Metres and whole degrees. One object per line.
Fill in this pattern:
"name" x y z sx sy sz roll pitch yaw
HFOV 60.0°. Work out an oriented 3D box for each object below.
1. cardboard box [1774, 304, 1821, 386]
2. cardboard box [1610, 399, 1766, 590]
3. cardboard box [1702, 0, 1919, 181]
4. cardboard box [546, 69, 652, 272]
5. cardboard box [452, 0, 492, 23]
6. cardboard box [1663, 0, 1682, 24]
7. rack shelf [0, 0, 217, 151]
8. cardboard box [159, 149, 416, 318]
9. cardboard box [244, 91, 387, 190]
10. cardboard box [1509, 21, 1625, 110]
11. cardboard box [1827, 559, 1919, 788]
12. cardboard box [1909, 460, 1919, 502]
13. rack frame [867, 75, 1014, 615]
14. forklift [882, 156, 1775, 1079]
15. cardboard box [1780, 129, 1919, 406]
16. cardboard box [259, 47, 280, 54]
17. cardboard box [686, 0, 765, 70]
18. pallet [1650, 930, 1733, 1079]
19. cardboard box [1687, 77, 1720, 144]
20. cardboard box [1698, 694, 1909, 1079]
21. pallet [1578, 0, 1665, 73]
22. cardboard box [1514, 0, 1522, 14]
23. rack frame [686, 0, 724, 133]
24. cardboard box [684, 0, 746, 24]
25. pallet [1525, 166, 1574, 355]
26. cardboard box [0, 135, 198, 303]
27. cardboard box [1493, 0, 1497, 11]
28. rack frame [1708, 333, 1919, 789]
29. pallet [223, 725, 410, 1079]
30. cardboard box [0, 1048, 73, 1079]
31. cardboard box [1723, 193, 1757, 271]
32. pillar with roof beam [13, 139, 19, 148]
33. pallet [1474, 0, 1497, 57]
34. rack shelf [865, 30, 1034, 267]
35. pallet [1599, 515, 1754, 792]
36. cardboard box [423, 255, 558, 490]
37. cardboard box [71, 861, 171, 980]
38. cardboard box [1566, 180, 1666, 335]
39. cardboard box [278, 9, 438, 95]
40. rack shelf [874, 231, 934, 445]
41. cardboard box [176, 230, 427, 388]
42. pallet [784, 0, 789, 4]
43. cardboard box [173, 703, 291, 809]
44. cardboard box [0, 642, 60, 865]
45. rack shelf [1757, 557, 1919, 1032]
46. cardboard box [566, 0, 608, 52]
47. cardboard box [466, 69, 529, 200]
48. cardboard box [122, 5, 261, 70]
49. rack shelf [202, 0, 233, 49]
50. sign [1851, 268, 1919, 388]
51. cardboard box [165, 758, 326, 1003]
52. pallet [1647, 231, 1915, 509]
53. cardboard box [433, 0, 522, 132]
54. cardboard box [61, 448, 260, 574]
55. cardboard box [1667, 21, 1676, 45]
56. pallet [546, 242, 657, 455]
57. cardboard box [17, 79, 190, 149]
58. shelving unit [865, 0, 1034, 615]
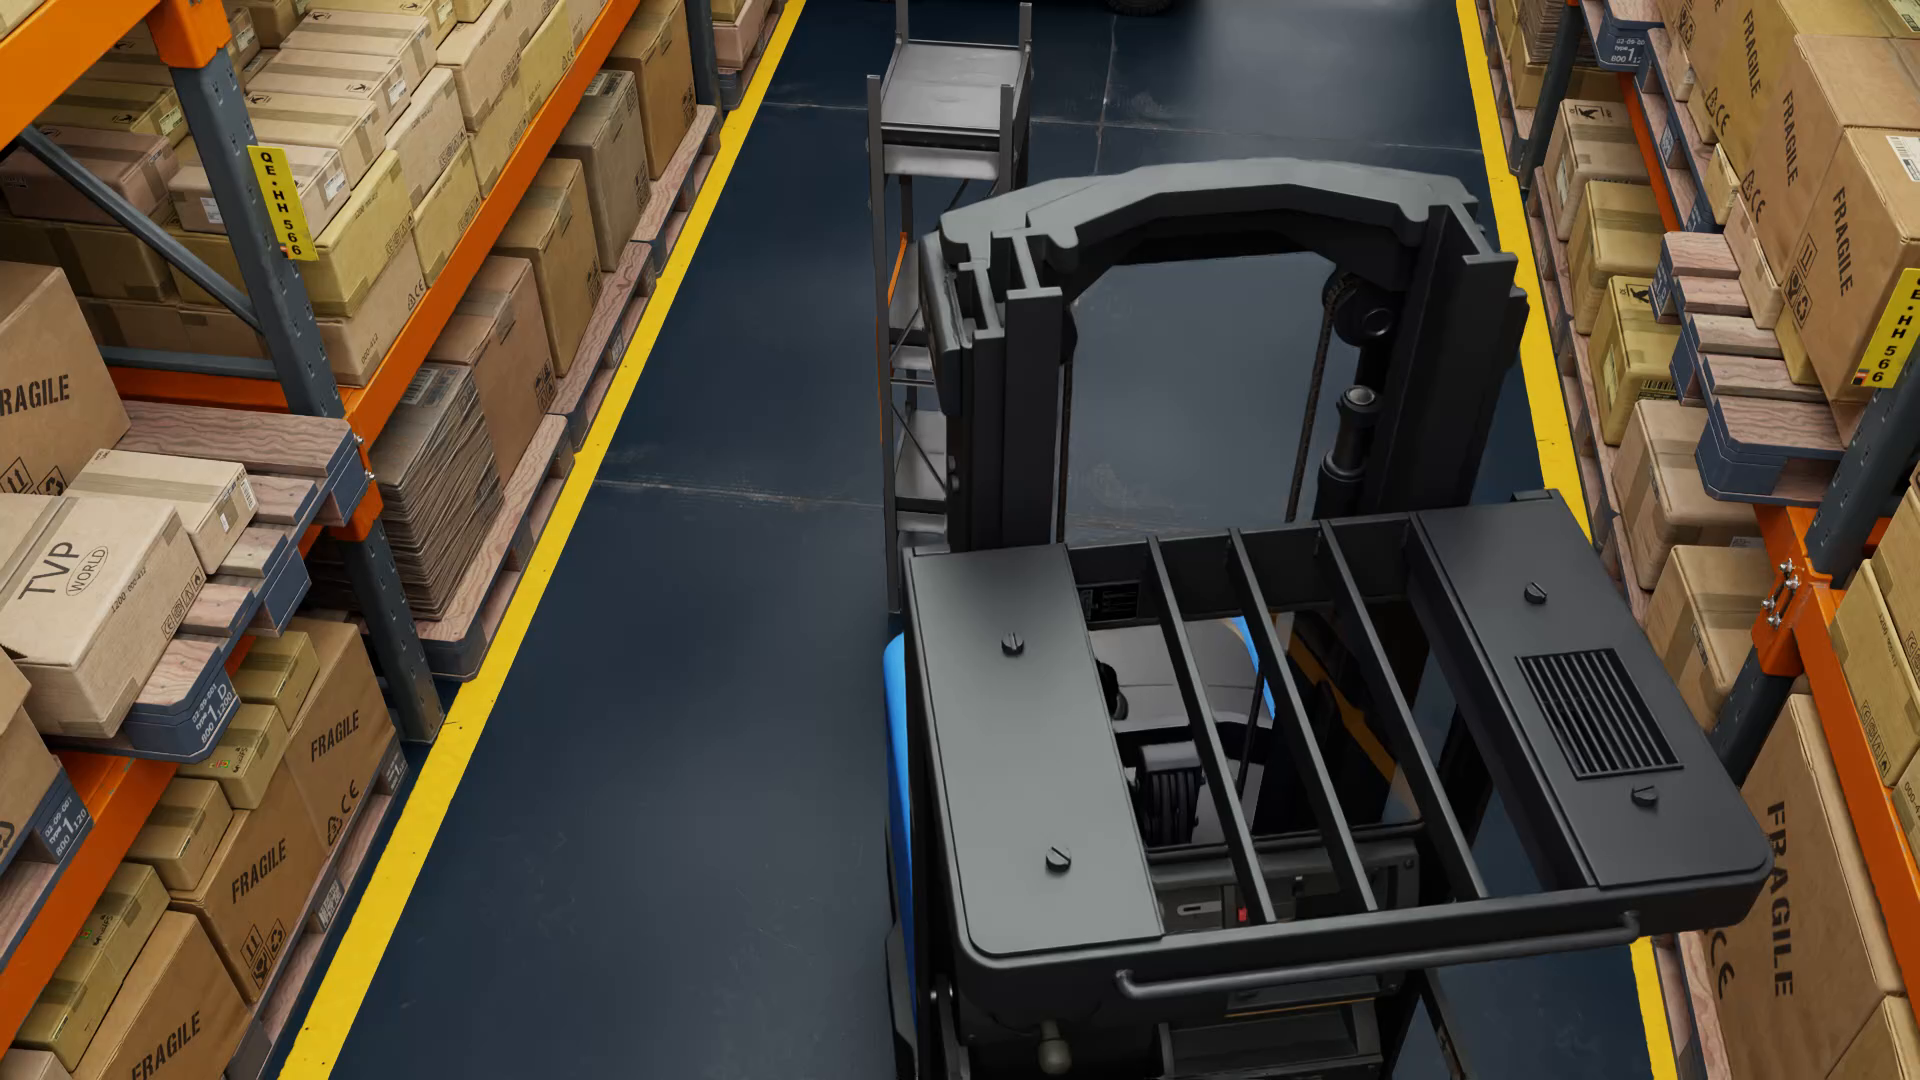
"cardboard box" 2.455 -0.539 4.515 0.380 0.149 0.250 6 44 6
"cardboard box" 2.856 -0.130 5.811 0.950 0.372 0.625 4 44 5
"cardboard box" 2.589 -1.373 4.924 0.500 0.500 0.500 3 43 3
"cardboard box" -1.878 -1.624 7.205 0.875 0.625 0.625 5 44 5
"cardboard box" -1.745 -1.835 5.462 0.380 0.149 0.250 6 44 6
"cardboard box" 2.719 -2.096 5.688 0.500 0.500 0.500 5 44 5
"rack shelf" -2.504 0.043 2.365 1.077 0.370 4.000 5 44 6
"cardboard box" -1.914 -0.898 4.762 0.500 0.250 0.500 5 44 5
"cardboard box" -1.871 -1.137 4.724 0.380 0.149 0.250 6 44 6
"cardboard box" 3.022 -2.351 8.246 0.500 0.250 0.500 7 44 7
"cardboard box" 2.367 0.321 3.838 0.500 0.250 0.500 5 44 5
"cardboard box" 2.374 -0.129 3.405 0.500 0.500 0.500 4 44 4
"rack frame" -0.054 -0.483 5.233 0.400 2.100 0.015 5 44 6
"forklift" 0.483 0.917 3.150 1.130 2.935 3.031 -5 44 -5
"cardboard box" 2.466 -0.676 4.188 0.500 0.500 0.500 4 44 4
"cardboard box" -2.320 -1.641 5.547 0.500 0.250 0.500 5 44 5
"cardboard box" -1.318 -2.672 8.585 0.500 0.250 0.500 6 44 6
"pallet" 2.502 1.499 4.513 1.003 0.211 1.213 5 44 6
"cardboard box" 2.618 -1.413 5.438 0.380 0.149 0.250 4 44 4
"cardboard box" 2.508 1.038 4.212 0.875 0.875 0.875 5 44 5
"pallet" 2.965 -2.193 6.524 1.003 0.211 1.213 5 44 6
"cardboard box" 3.088 -2.971 8.355 0.500 0.500 0.500 6 44 6
"rack frame" -1.710 -3.219 7.468 1.000 3.000 0.127 5 44 6
"cardboard box" -1.340 -2.856 8.415 0.500 0.250 0.500 5 44 5
"pallet" 3.109 -1.227 7.392 1.003 0.211 1.213 5 44 6
"cardboard box" -2.455 -0.951 4.818 0.500 0.250 0.500 6 44 6
"cardboard box" 3.154 -3.061 8.996 0.500 0.250 0.500 6 44 6
"rack frame" 2.681 -0.044 4.115 1.000 3.000 0.127 5 44 6
"pallet" -2.375 1.025 5.014 1.003 0.211 1.213 5 44 6
"cardboard box" -2.257 1.288 3.749 0.380 0.149 0.250 3 44 4
"cardboard box" 2.485 -0.886 4.881 0.380 0.149 0.250 3 44 4
"pillar with roof beam" 1.307 -3.250 3.137 9.100 9.000 0.400 5 44 6
"pallet" 3.423 -3.052 9.320 1.003 0.211 1.213 5 44 6
"rack shelf" -0.022 -1.148 4.937 0.431 0.518 0.480 5 44 6
"pallet" 2.786 0.436 5.636 1.003 0.211 1.213 5 44 6
"cardboard box" -2.065 -0.653 6.179 0.875 0.625 0.625 7 44 7
"cardboard box" -2.217 0.927 4.130 0.380 0.149 0.250 6 44 7
"cardboard box" 3.052 -1.120 6.857 0.950 0.372 0.625 8 44 8
"cardboard box" -1.841 -1.494 5.101 0.380 0.149 0.250 6 44 6
"rack shelf" -0.022 -0.640 5.418 0.431 0.518 0.480 5 44 6
"cardboard box" -1.938 -0.718 4.936 0.500 0.250 0.500 5 44 6
"pallet" -1.405 -3.578 9.875 1.003 0.211 1.213 5 44 6
"cardboard box" -2.059 0.576 4.501 0.380 0.149 0.250 3 44 3
"cardboard box" -2.272 0.447 3.216 0.797 0.503 0.637 4 44 5
"rack shelf" 2.417 1.580 2.923 1.077 0.370 4.000 5 44 6
"cardboard box" -1.675 -2.118 6.414 0.500 0.250 0.500 5 44 6
"cardboard box" -1.806 -1.412 5.669 0.500 0.250 0.500 4 44 4
"cardboard box" -2.415 -1.538 5.148 0.380 0.149 0.250 4 44 5
"rack shelf" -1.975 -2.684 5.244 1.077 0.370 4.000 5 44 6
"sign" 2.142 -0.478 3.789 0.100 0.325 0.005 5 44 6
"cardboard box" -2.159 0.910 4.619 0.500 0.500 0.500 5 44 5
"pallet" 2.670 -0.470 4.704 1.213 0.211 1.003 5 44 6
"cardboard box" -1.784 -1.596 5.499 0.500 0.250 0.500 4 44 4
"cardboard box" -1.946 -0.071 4.021 0.380 0.149 0.250 6 44 6
"cardboard box" 2.711 -1.774 5.819 0.380 0.149 0.250 6 44 6
"pallet" -1.928 -0.867 7.012 1.003 0.211 1.213 5 44 6
"cardboard box" -2.473 -1.193 4.784 0.380 0.149 0.250 6 44 7
"shelving unit" -0.022 -0.650 5.409 0.431 2.100 0.503 5 44 6
